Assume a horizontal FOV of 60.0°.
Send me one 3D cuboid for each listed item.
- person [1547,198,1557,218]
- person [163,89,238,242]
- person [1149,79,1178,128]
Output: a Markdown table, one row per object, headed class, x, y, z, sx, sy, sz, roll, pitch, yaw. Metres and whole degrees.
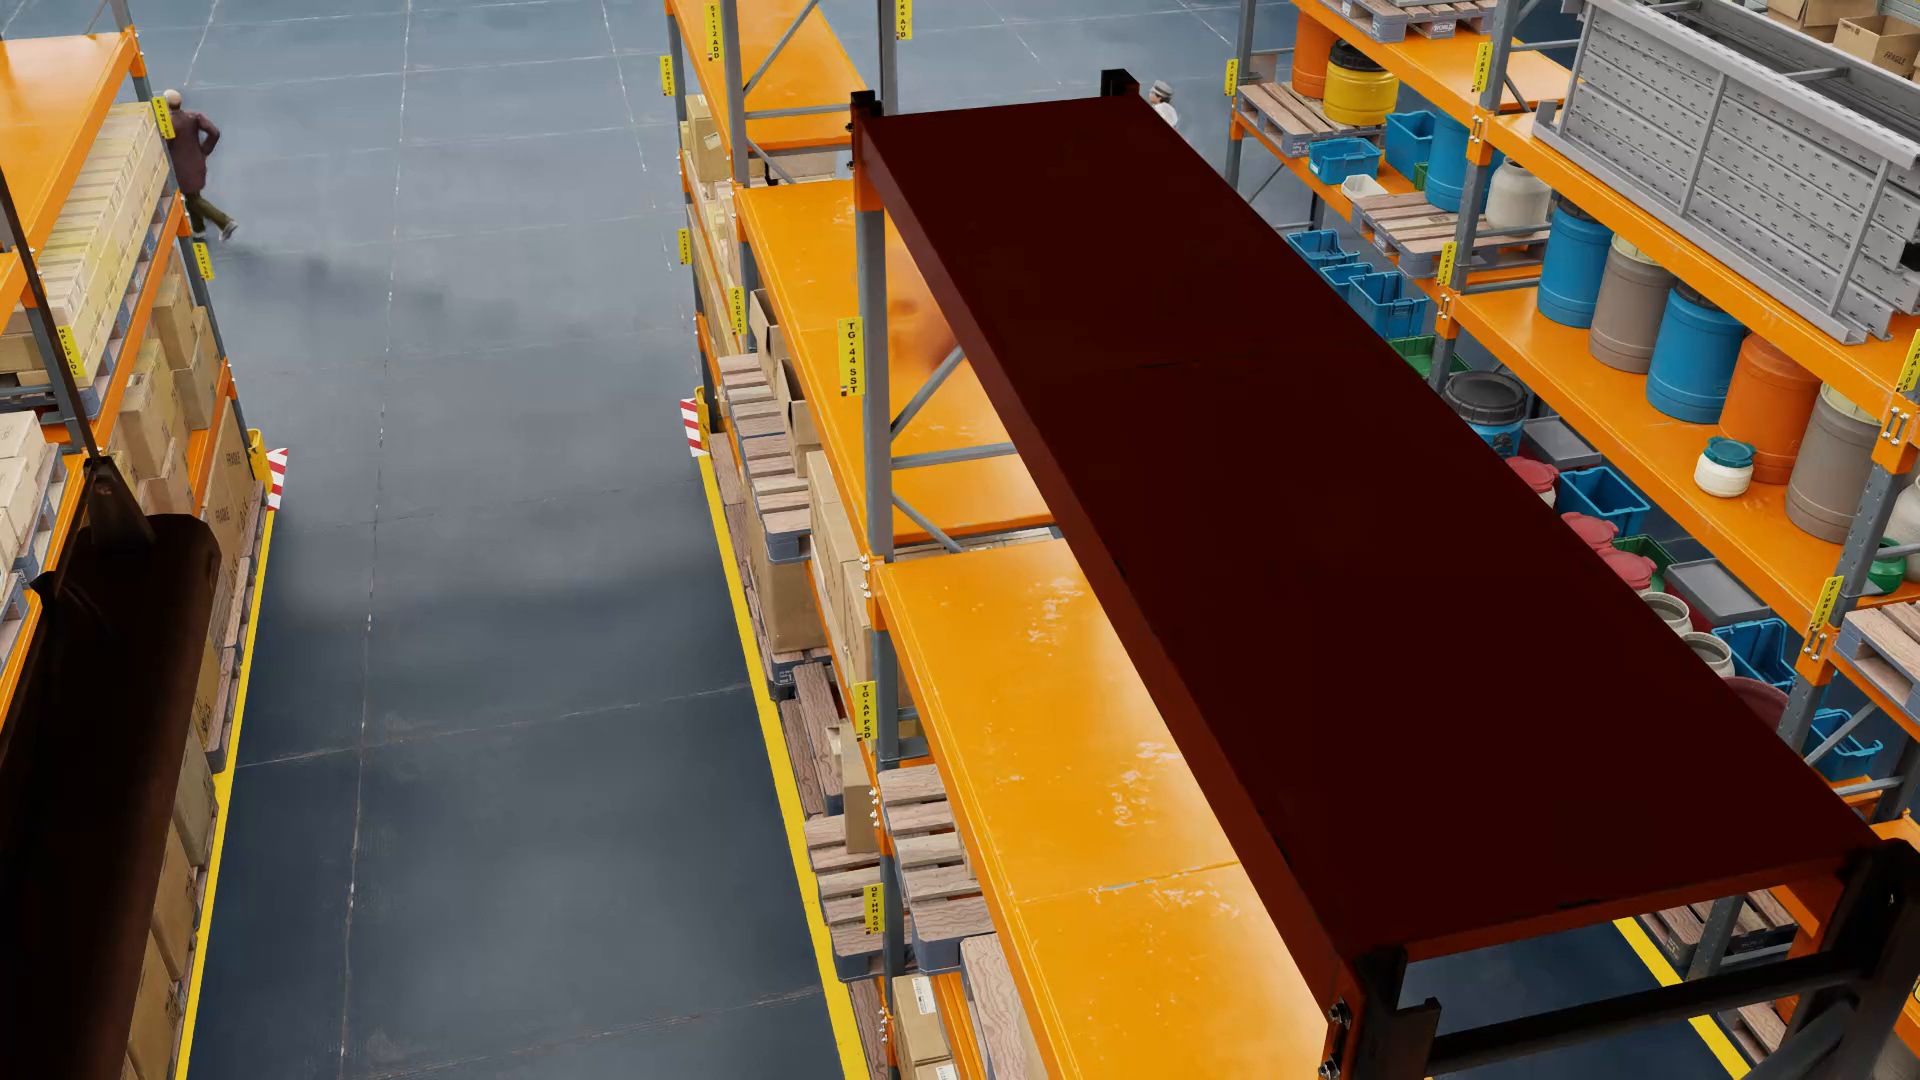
| class | x | y | z | sx | sy | sz | roll | pitch | yaw |
| --- | --- | --- | --- | --- | --- | --- | --- | --- | --- |
| person | 6.497 | -4.092 | 18.530 | 0.983 | 1.718 | 0.675 | 6 | 35 | 8 |
| person | -8.577 | -4.123 | 18.543 | 0.977 | 1.793 | 0.693 | 17 | 38 | 24 |
| person | 2.202 | -4.485 | 19.139 | 0.641 | 1.666 | 0.586 | 4 | 35 | 6 |
